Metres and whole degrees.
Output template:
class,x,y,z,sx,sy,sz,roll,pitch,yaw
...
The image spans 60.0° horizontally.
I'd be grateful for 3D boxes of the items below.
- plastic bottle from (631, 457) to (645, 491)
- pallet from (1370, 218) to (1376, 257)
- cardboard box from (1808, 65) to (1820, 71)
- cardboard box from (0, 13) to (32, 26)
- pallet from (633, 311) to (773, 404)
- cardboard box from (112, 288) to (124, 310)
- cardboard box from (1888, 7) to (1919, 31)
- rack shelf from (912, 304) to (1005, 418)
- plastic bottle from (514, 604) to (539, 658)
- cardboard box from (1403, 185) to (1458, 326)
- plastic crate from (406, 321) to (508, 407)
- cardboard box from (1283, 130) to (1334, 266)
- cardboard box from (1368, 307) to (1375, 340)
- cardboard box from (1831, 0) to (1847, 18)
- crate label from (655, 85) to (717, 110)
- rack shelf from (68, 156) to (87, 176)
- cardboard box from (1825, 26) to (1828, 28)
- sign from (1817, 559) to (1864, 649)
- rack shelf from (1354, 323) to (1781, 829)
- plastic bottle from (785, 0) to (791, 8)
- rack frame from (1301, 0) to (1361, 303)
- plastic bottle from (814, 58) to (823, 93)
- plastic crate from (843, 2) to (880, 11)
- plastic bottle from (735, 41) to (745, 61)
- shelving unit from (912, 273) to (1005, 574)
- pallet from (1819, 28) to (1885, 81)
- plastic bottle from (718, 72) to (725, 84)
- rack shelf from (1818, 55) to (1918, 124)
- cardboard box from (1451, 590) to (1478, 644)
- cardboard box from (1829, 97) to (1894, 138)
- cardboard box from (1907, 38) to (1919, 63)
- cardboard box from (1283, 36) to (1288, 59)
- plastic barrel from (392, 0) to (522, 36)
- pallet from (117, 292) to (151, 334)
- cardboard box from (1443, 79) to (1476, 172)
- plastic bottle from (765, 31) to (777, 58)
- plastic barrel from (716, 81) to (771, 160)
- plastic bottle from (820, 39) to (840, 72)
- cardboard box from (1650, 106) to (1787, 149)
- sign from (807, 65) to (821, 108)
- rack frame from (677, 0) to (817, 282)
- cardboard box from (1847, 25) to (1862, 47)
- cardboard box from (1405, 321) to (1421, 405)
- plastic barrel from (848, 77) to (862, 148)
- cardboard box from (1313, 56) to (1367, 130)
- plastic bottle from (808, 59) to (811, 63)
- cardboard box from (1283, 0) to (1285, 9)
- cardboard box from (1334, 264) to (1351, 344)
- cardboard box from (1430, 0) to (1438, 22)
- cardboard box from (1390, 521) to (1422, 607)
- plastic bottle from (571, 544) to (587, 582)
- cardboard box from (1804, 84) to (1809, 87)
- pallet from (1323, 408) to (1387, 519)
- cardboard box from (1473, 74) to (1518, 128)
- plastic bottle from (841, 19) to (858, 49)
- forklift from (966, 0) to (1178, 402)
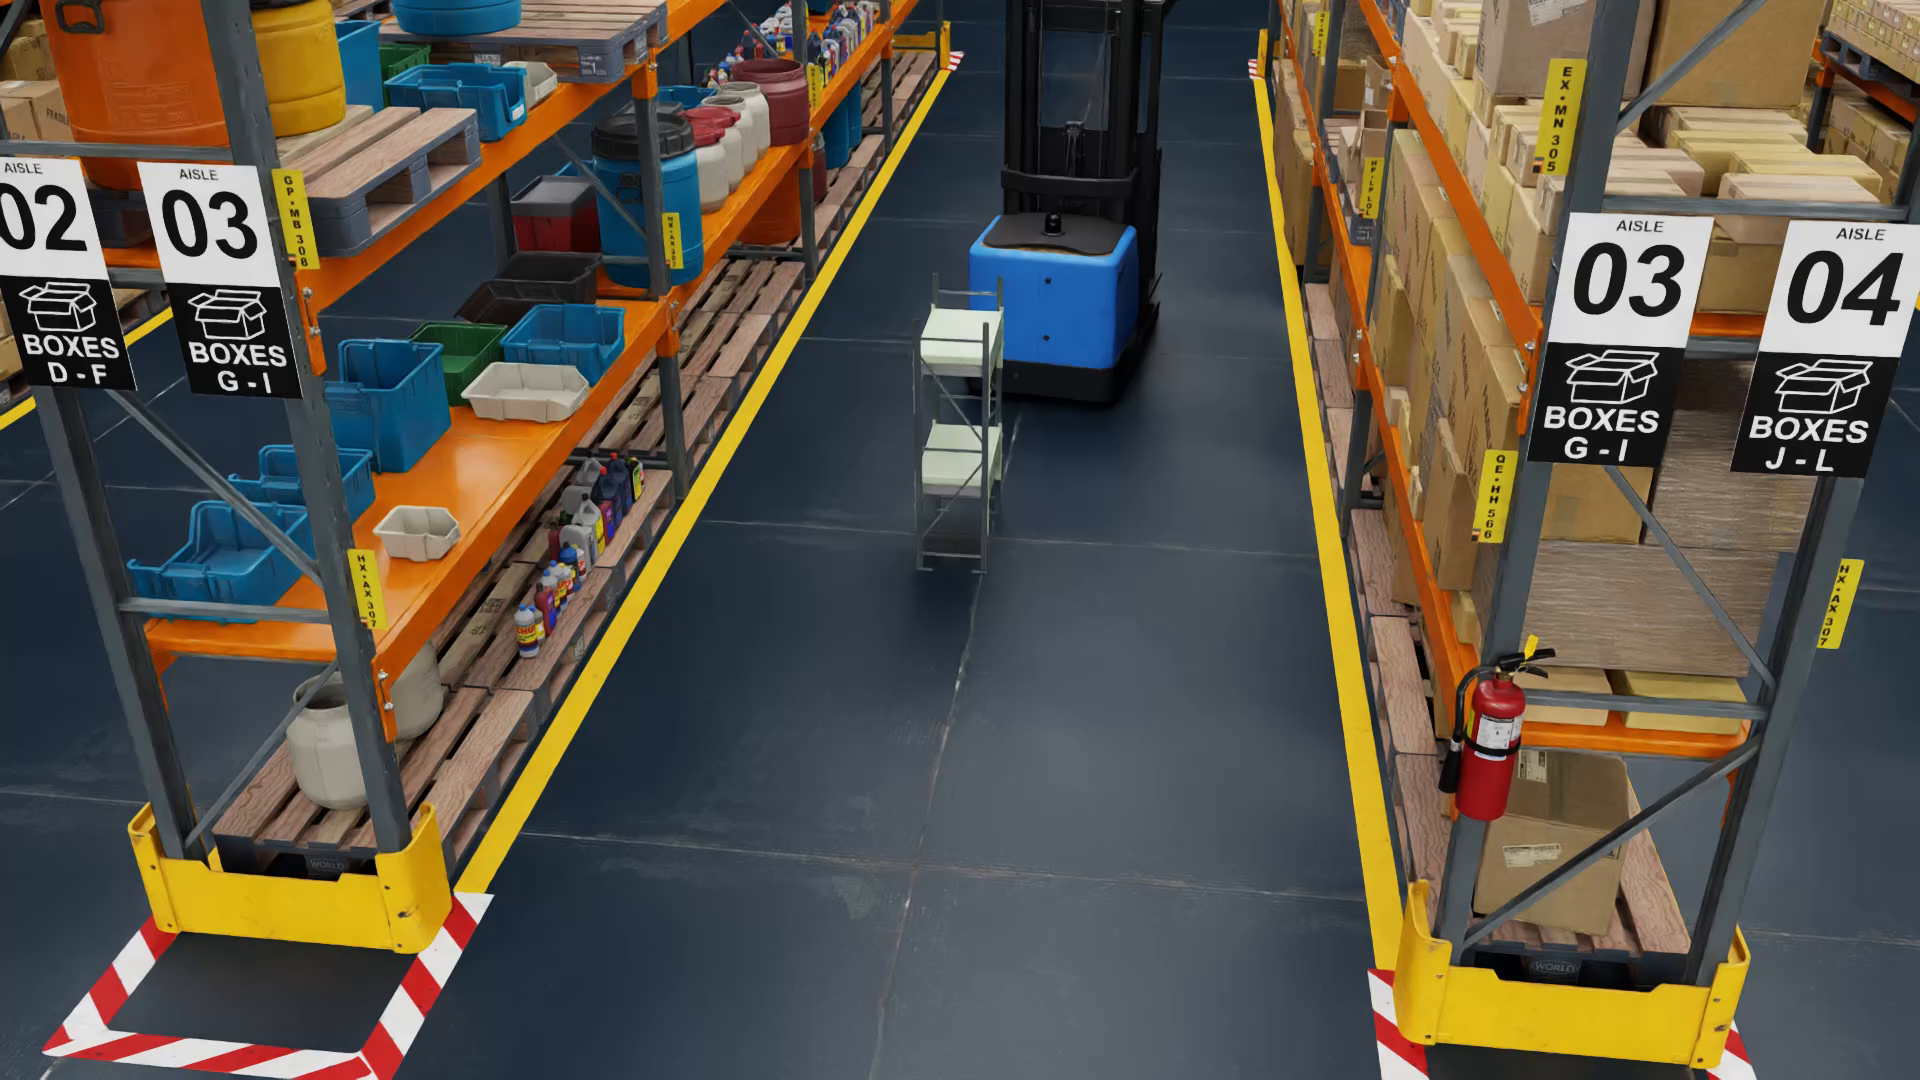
class,x,y,z,sx,sy,sz,roll,pitch,yaw
plastic bottle,-1.913,-0.390,9.797,0.097,0.201,0.097,0,28,0
pallet,2.975,-1.596,9.751,1.003,0.211,1.213,3,28,6
cardboard box,9.096,-4.960,17.729,0.380,0.149,0.250,2,28,4
cardboard box,-10.958,-5.990,19.214,0.380,0.149,0.250,2,28,5
pallet,-1.974,-1.337,12.009,1.003,0.211,1.213,3,28,6
cardboard box,-6.611,-1.780,12.348,0.500,0.250,0.500,4,29,7
cardboard box,7.966,-4.328,13.815,0.380,0.149,0.250,4,29,8
rack shelf,-0.001,-1.001,9.203,0.431,0.370,0.720,3,28,6
plastic bottle,-2.137,0.438,8.187,0.097,0.271,0.097,0,28,0
cardboard box,2.308,-1.276,7.483,0.500,0.500,0.500,3,28,6
plastic crate,-2.625,-0.901,8.483,0.450,0.188,0.662,3,28,6
cardboard box,3.333,-2.785,13.554,1.225,0.875,0.875,2,28,4
cardboard box,2.412,-1.135,8.958,0.380,0.149,0.250,3,28,6
cardboard box,8.123,-4.805,15.015,0.380,0.149,0.250,4,29,7
crate label,-2.078,-3.063,12.236,0.502,0.435,0.616,3,28,6
rack shelf,-6.849,-2.531,12.044,1.077,0.370,4.000,3,28,6
cardboard box,8.430,-4.796,15.755,0.380,0.149,0.250,3,28,6
sign,2.786,0.204,5.295,0.100,0.325,0.005,3,28,6
rack shelf,2.492,-0.071,7.477,1.077,0.370,4.000,3,28,6
plastic bottle,-1.683,-5.120,16.215,0.061,0.283,0.133,3,28,6
rack frame,3.227,-3.212,12.549,1.000,3.000,0.127,3,28,6
plastic bottle,-1.196,-3.911,13.970,0.061,0.283,0.133,3,28,6
plastic crate,-0.999,-5.503,17.018,0.396,0.136,0.243,3,28,6
plastic bottle,-1.922,-4.201,14.509,0.061,0.283,0.133,3,28,6
shelving unit,-0.001,-0.657,9.388,0.431,1.500,0.755,3,28,6
pallet,8.390,-4.323,14.814,1.003,0.211,1.213,3,28,6
plastic bottle,-2.002,-3.789,13.830,0.097,0.201,0.097,0,28,0
rack shelf,8.383,-3.501,13.844,1.077,0.370,4.000,3,28,6
cardboard box,2.088,0.280,6.332,0.380,0.149,0.250,3,28,6
cardboard box,8.275,-3.841,15.119,0.500,0.250,0.500,2,28,4
cardboard box,7.902,-3.947,13.423,0.380,0.149,0.250,4,29,7
cardboard box,4.097,-5.493,18.580,0.875,0.875,0.875,3,28,6
plastic barrel,-2.407,-2.881,7.800,0.600,0.901,0.708,3,28,6
pallet,-6.895,-1.604,12.504,1.003,0.211,1.213,3,28,6
cardboard box,2.240,-1.655,6.655,0.500,0.250,0.500,3,28,5
plastic bottle,-1.697,-4.432,14.950,0.097,0.271,0.097,0,28,0
plastic barrel,-1.602,-3.052,12.135,0.421,0.512,0.421,0,28,0
plastic bottle,-1.144,-4.283,14.667,0.152,0.276,0.135,3,28,6
cardboard box,2.685,-1.473,5.896,0.380,0.149,0.250,3,28,6
sign,-1.141,-3.543,12.991,0.100,0.325,0.005,3,28,6
rack frame,-1.688,-3.500,13.083,1.000,3.000,0.127,3,28,6
cardboard box,8.060,-4.426,14.625,0.380,0.149,0.250,4,29,7
cardboard box,2.563,-0.821,7.692,0.875,0.500,0.500,3,28,6
plastic barrel,-1.282,-4.388,16.503,0.600,0.901,0.708,3,28,6
cardboard box,3.042,-3.502,12.983,0.500,0.500,0.500,4,29,8
plastic bottle,-1.277,-3.902,13.966,0.097,0.271,0.097,0,28,0
cardboard box,3.524,-5.510,17.079,0.380,0.149,0.250,4,29,7
cardboard box,3.110,-1.727,11.964,0.700,0.500,0.500,1,28,2
cardboard box,2.427,-2.494,7.793,0.380,0.149,0.250,2,28,4
cardboard box,2.586,0.043,8.701,0.500,0.500,0.500,13,31,22
plastic bottle,-2.045,0.117,8.856,0.097,0.201,0.097,0,28,0
cardboard box,8.479,-4.624,17.106,0.380,0.149,0.250,2,28,4
pallet,2.831,-0.468,10.396,1.003,0.211,1.213,3,28,6
cardboard box,2.138,-1.637,6.201,0.380,0.149,0.250,2,28,4
plastic bottle,-1.032,-4.714,15.468,0.152,0.276,0.135,3,28,6
forklift,0.920,-2.914,12.069,1.130,2.935,3.031,7,29,13
